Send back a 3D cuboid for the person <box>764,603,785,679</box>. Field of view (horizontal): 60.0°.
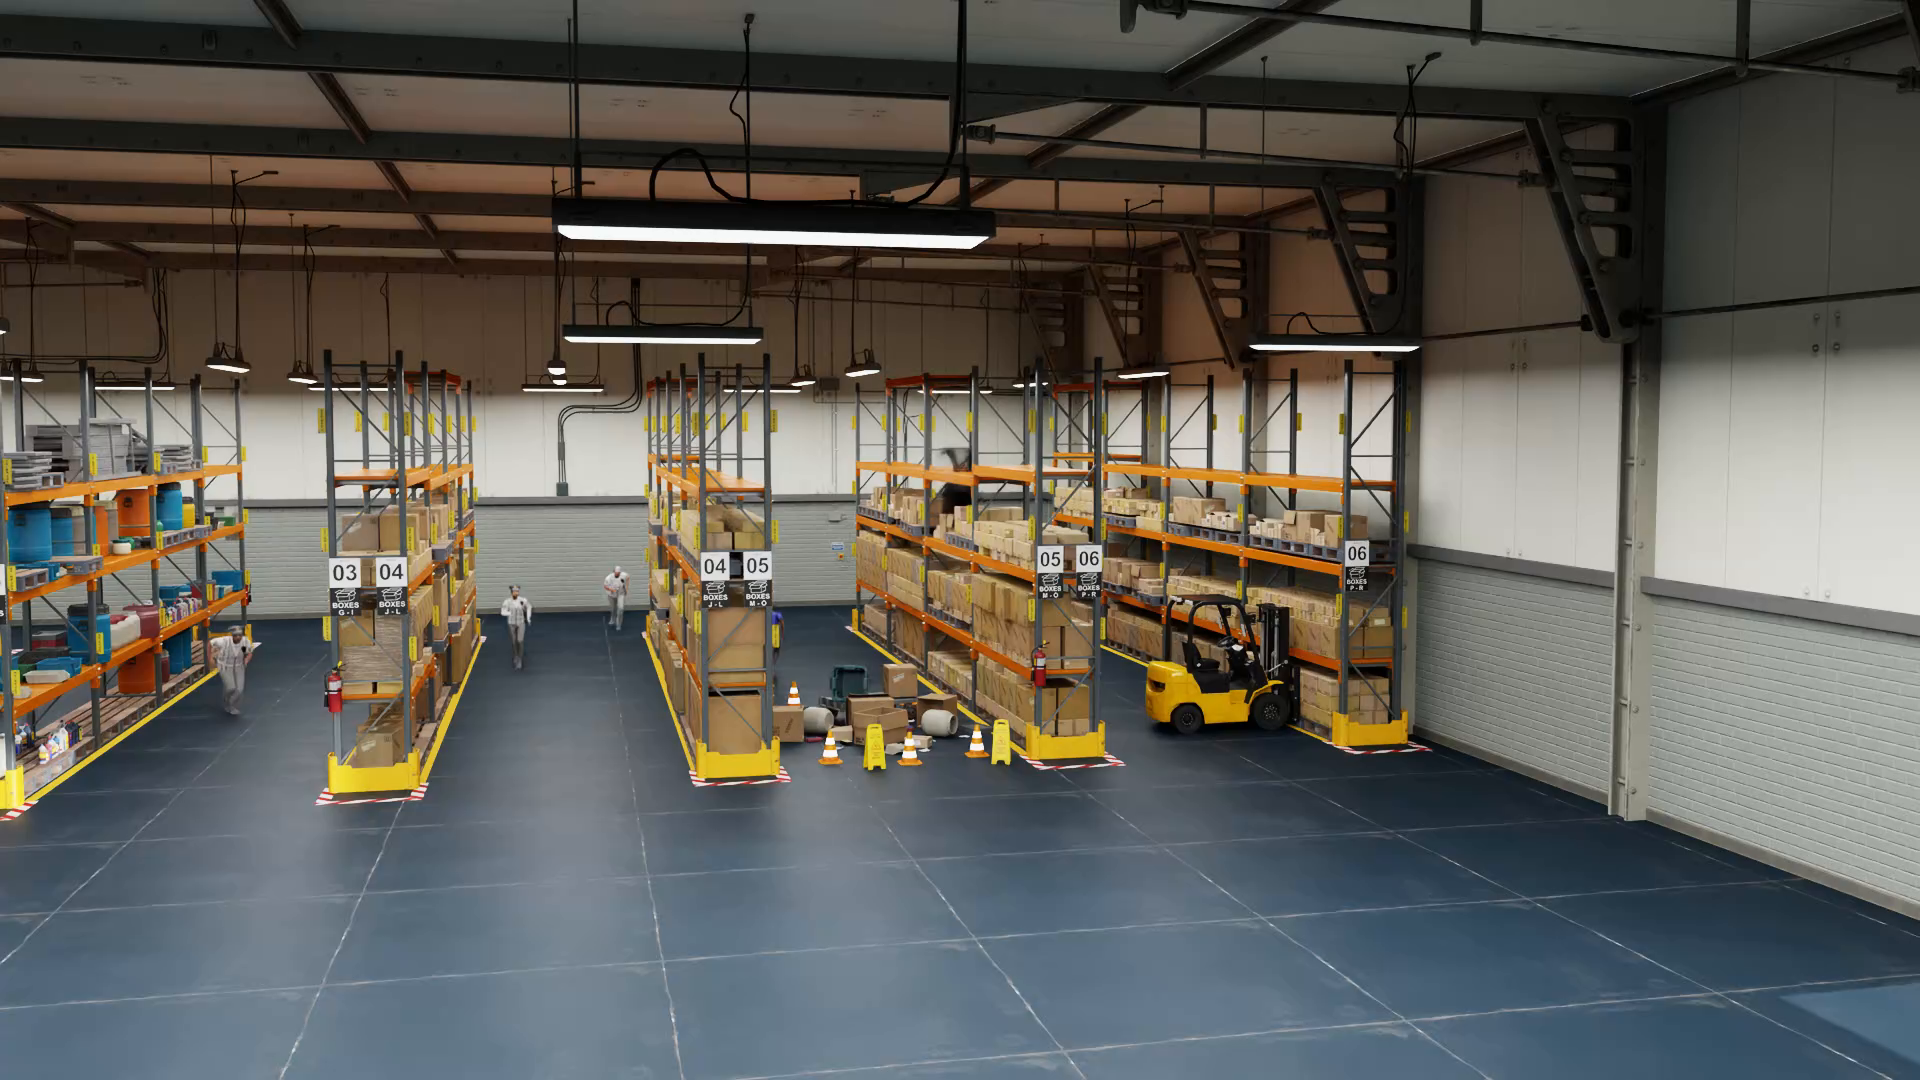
[{"bbox_3d":[-3.727,2.009,32.658,0.570,1.480,1.031,0,4,-4],"label":"person"}]

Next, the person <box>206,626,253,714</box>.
[{"bbox_3d":[-12.480,2.236,28.447,0.704,1.575,0.871,-3,5,-38],"label":"person"}]

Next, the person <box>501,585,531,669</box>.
[{"bbox_3d":[-9.143,1.775,34.256,0.556,1.745,0.831,0,4,-7],"label":"person"}]

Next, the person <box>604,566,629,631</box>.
[{"bbox_3d":[-8.408,1.415,40.684,0.644,1.628,1.024,-1,4,-19],"label":"person"}]
